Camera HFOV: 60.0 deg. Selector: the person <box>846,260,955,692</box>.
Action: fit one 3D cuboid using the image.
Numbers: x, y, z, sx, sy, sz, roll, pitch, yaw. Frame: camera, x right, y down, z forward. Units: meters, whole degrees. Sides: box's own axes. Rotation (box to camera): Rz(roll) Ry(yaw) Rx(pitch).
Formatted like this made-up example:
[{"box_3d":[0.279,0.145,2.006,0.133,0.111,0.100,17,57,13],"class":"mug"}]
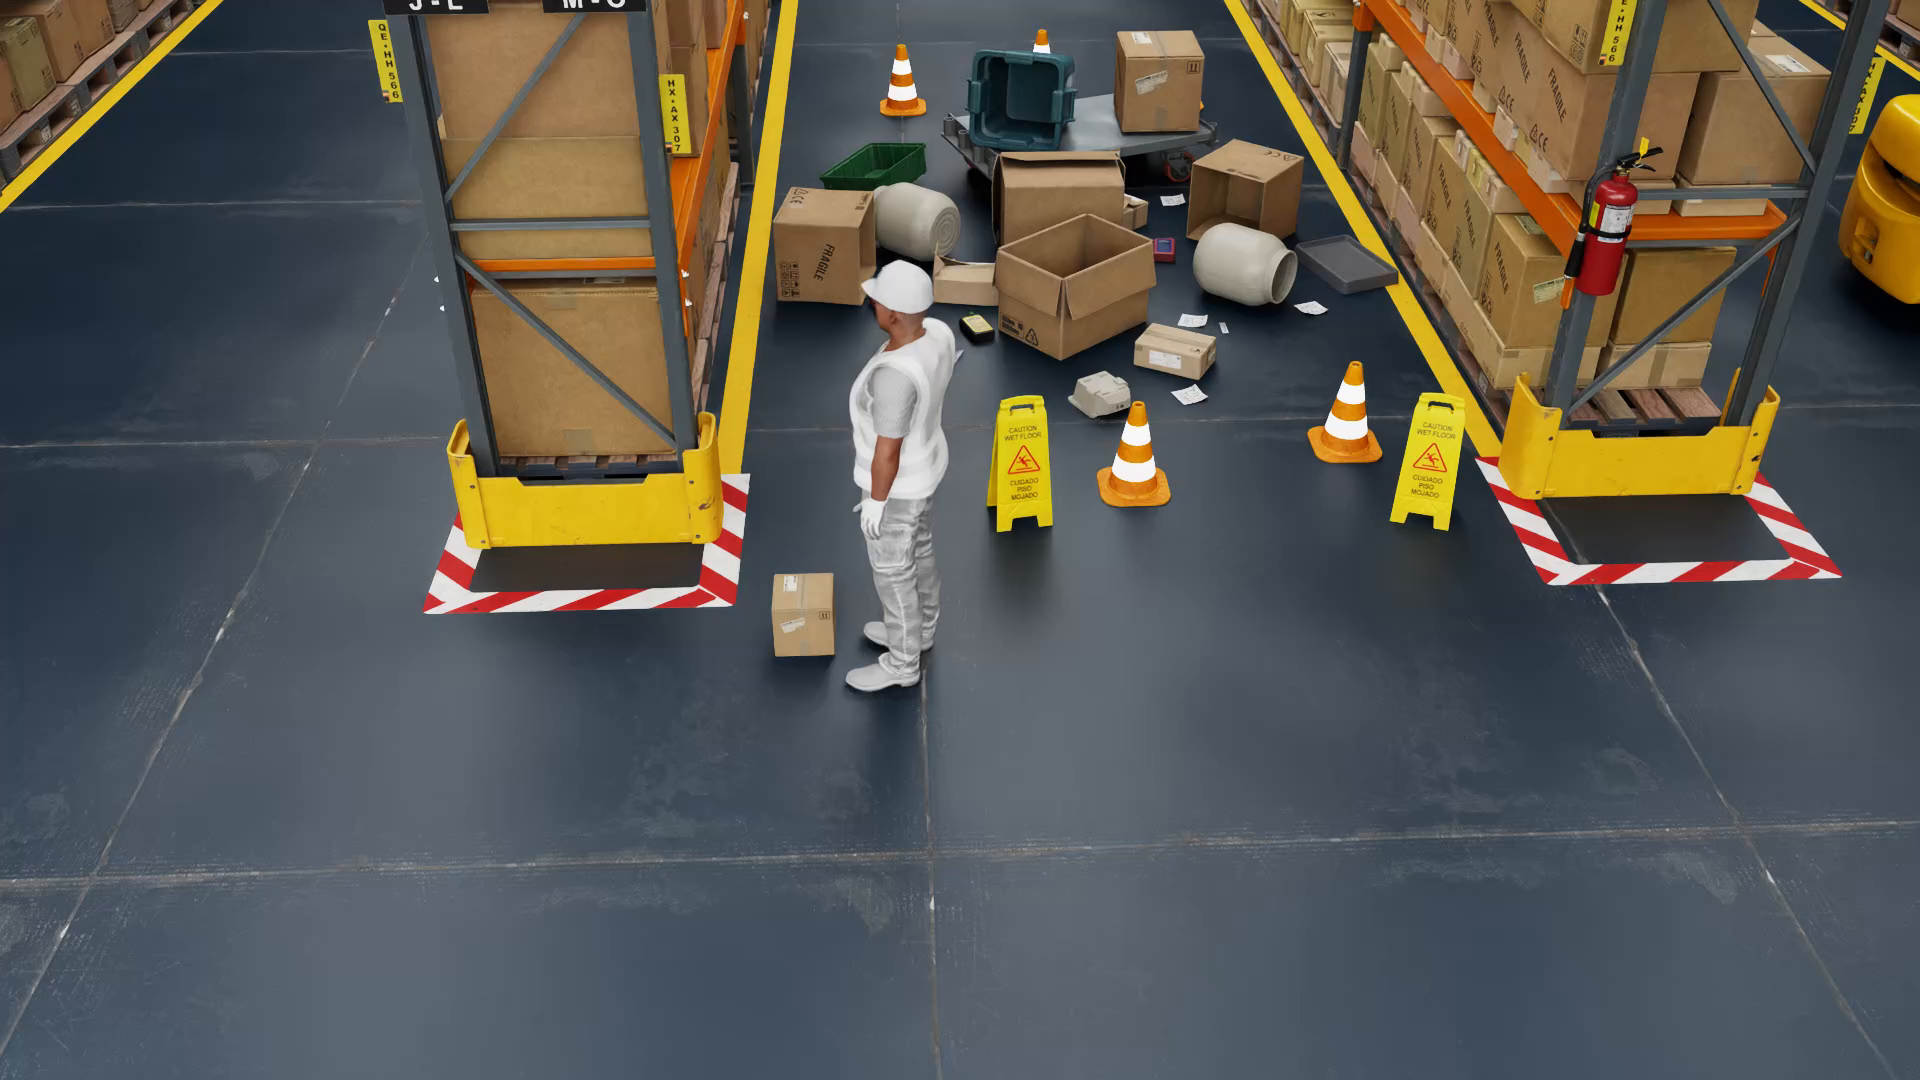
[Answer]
[{"box_3d":[-0.246,-0.252,6.475,0.390,1.799,0.562,10,36,13],"class":"person"}]
